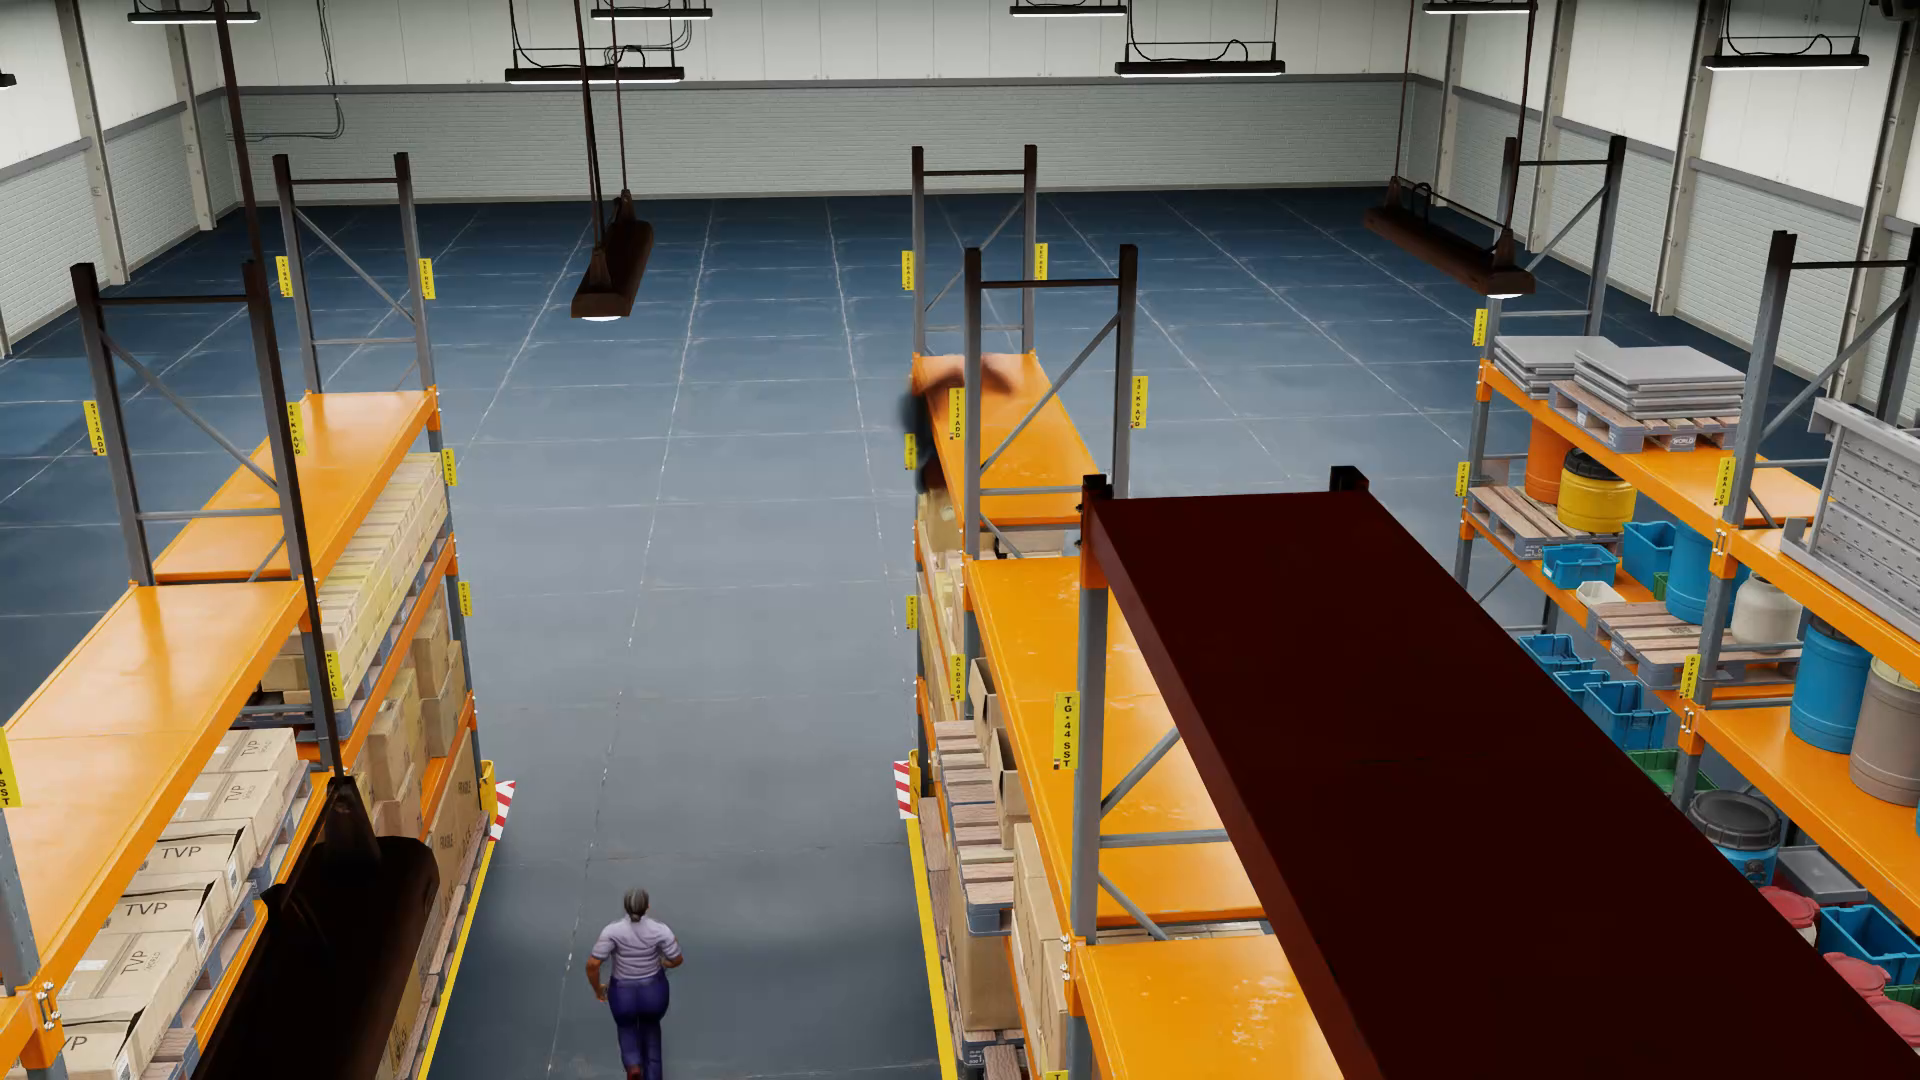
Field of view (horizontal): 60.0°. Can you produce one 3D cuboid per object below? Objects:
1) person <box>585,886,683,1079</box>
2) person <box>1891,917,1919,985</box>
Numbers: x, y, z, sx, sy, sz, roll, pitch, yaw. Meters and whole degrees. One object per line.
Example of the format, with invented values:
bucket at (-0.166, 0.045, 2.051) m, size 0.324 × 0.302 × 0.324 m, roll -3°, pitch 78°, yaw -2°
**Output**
person at (-2.174, 3.020, 11.202) m, size 0.631 × 1.530 × 0.592 m, roll -4°, pitch 22°, yaw -9°
person at (7.123, 2.817, 12.139) m, size 0.672 × 1.769 × 0.837 m, roll -5°, pitch 22°, yaw -13°
